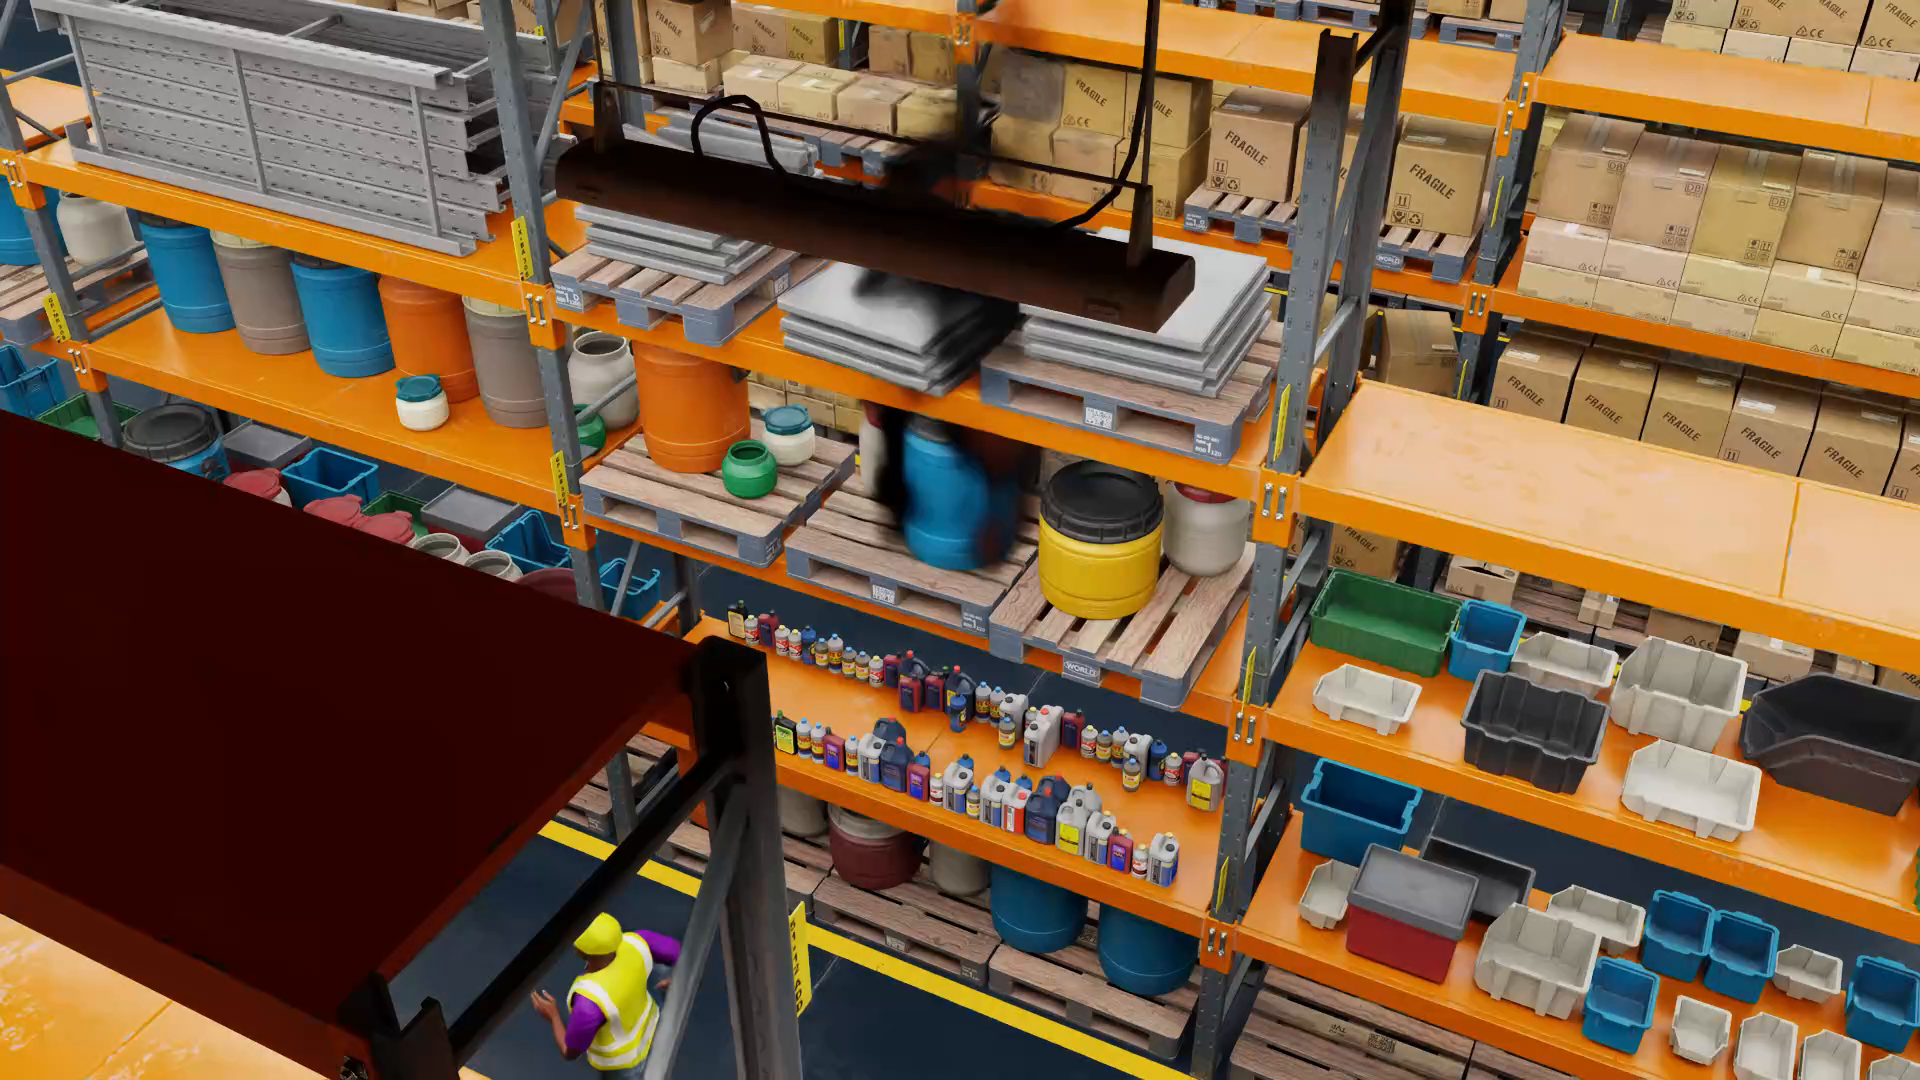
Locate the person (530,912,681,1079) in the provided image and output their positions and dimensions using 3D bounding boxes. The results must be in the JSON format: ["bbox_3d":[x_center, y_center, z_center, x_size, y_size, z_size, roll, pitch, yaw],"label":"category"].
[{"bbox_3d":[-1.676,2.511,8.245,0.828,1.850,0.675,8,36,12],"label":"person"}]
